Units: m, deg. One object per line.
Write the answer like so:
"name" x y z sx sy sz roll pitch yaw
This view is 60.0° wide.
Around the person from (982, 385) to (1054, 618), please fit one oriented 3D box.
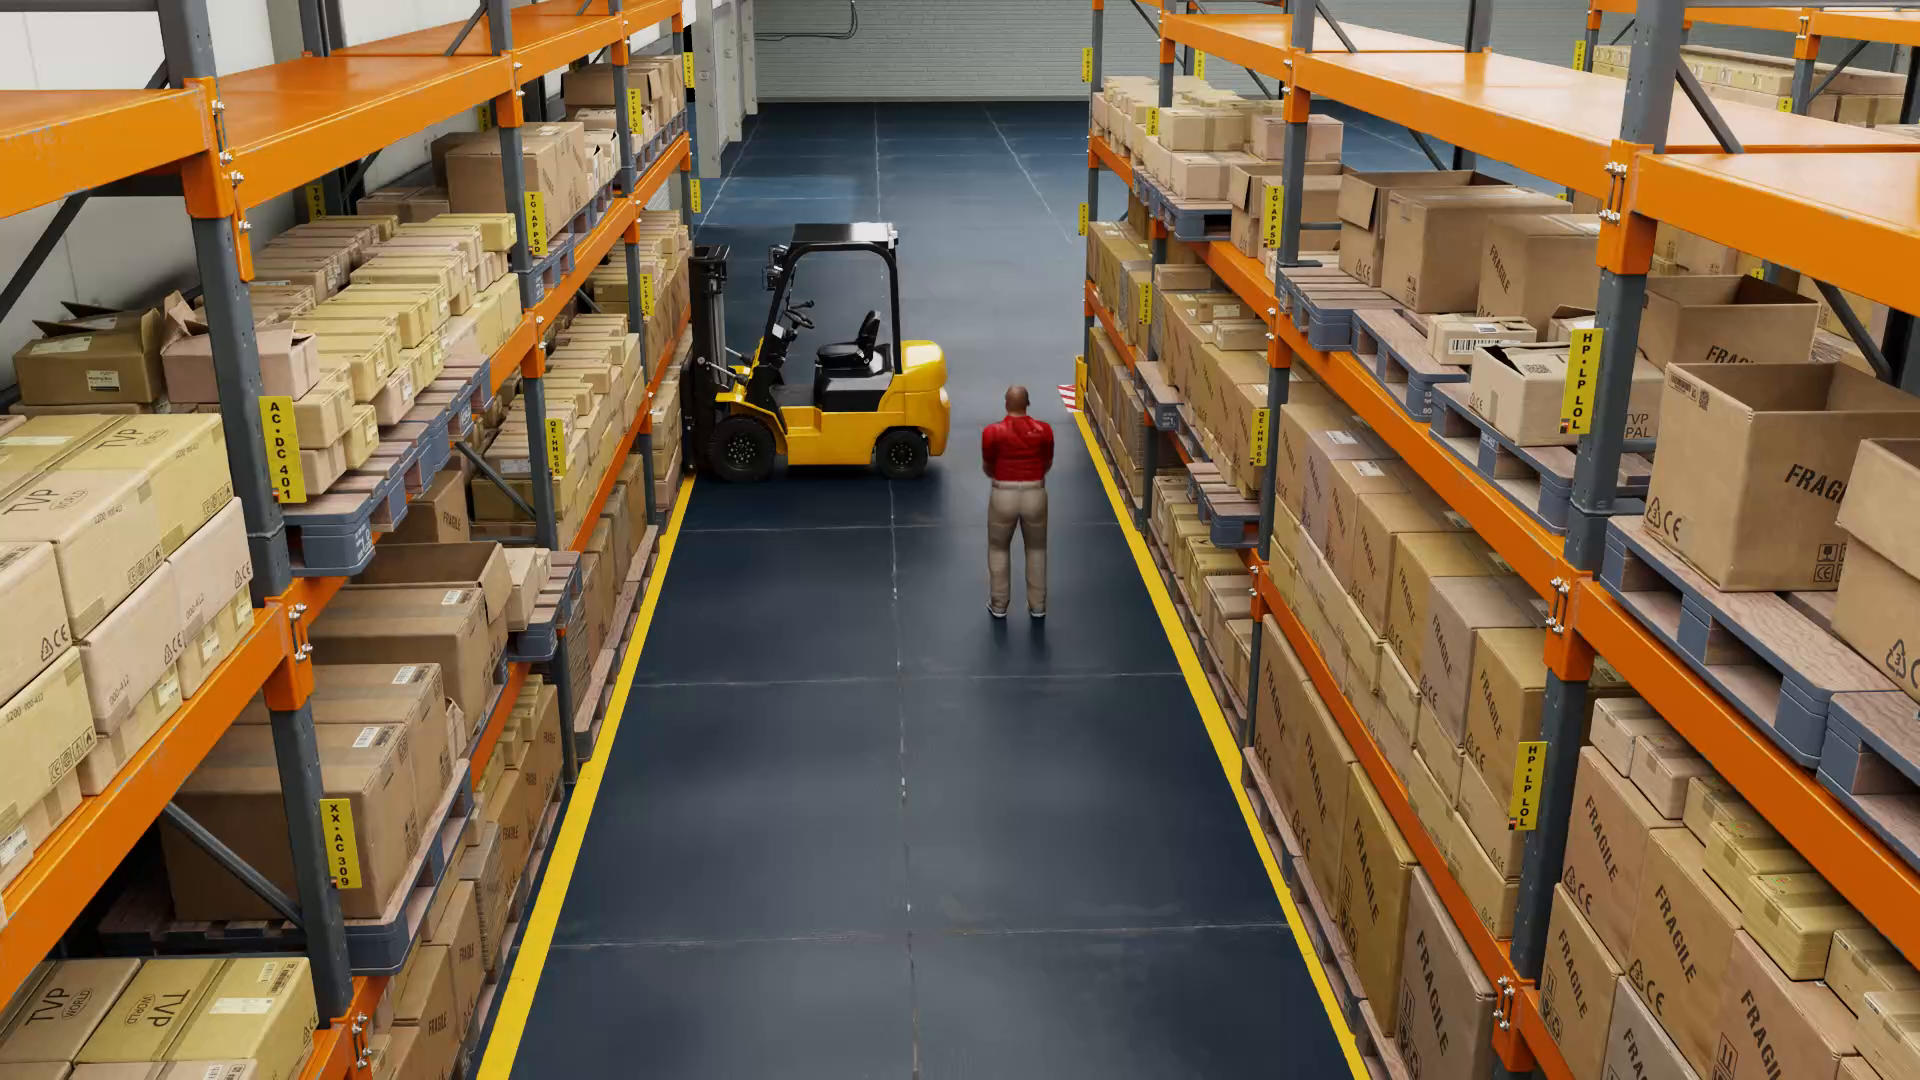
"person" 0.399 -0.305 11.926 0.514 1.725 0.530 -1 20 -3
